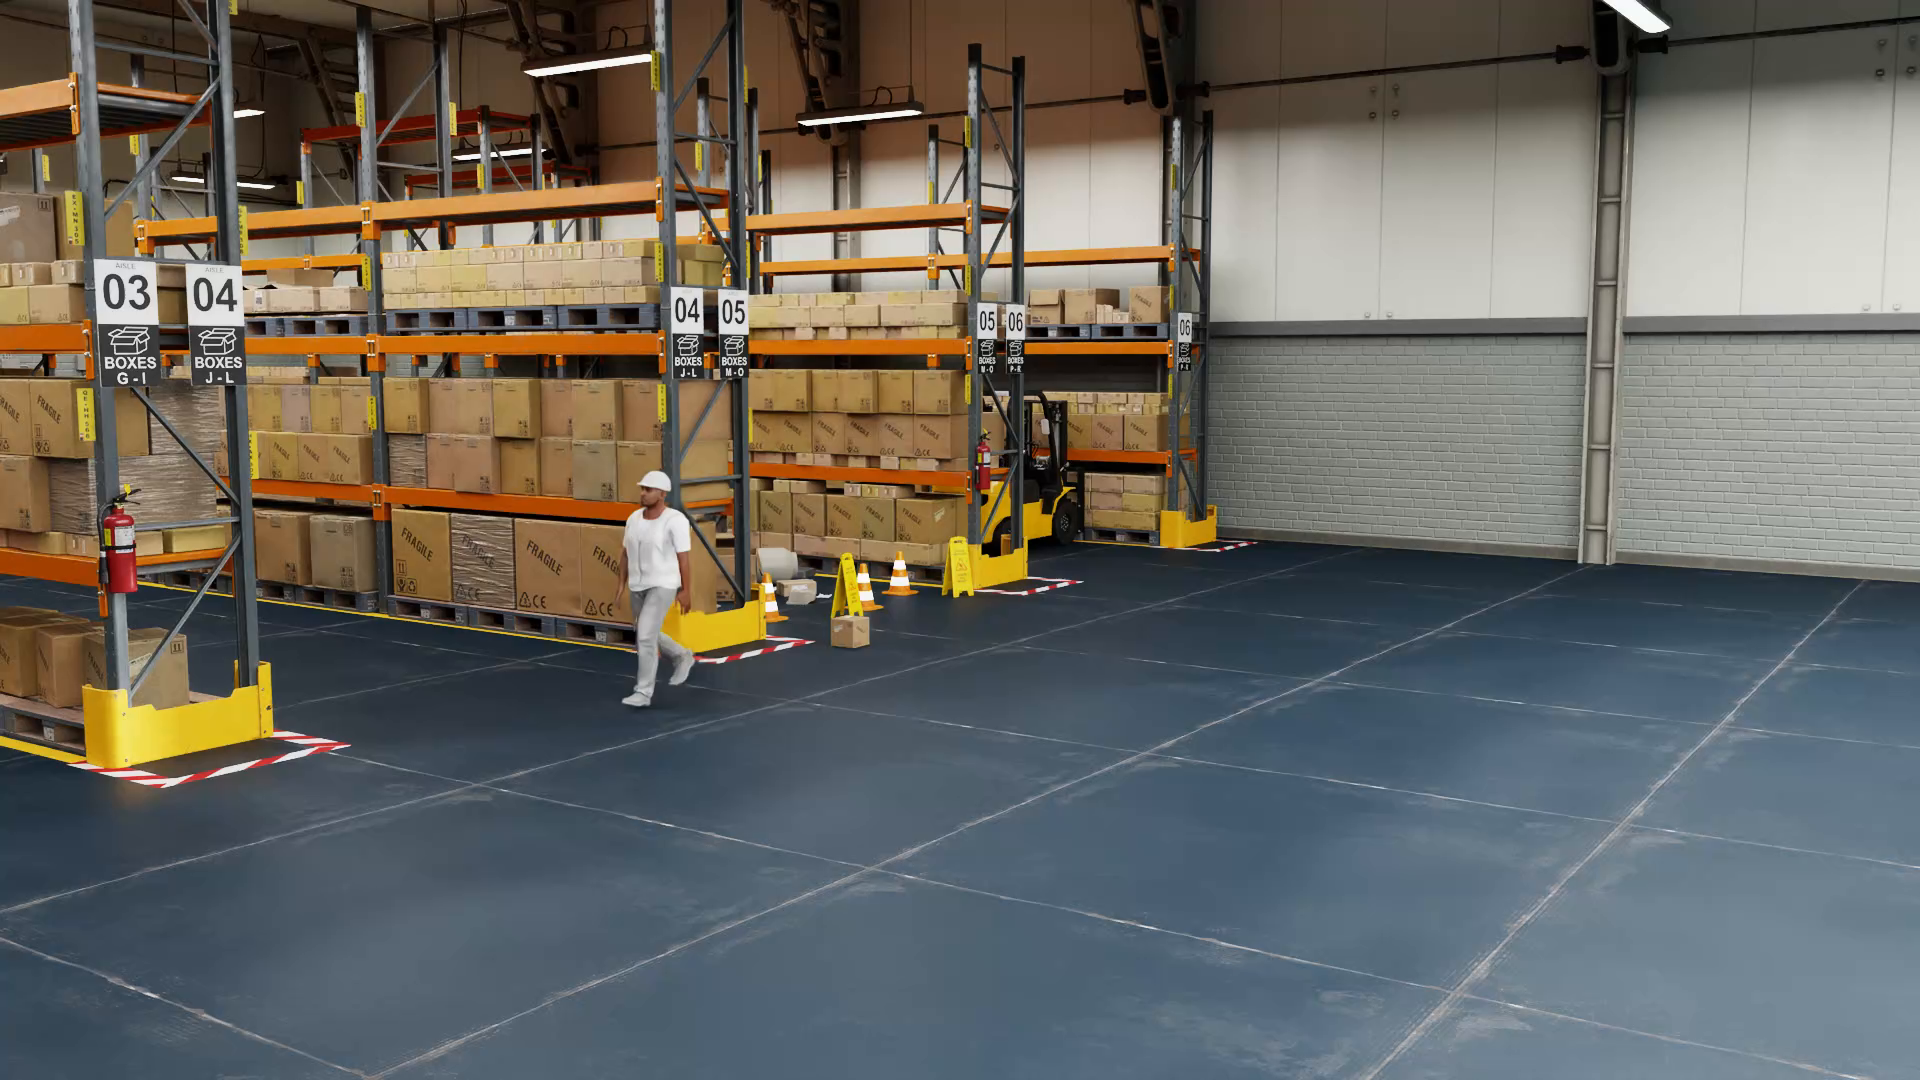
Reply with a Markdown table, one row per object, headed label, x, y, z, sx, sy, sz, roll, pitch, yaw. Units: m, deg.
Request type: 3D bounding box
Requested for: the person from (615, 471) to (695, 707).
| label | x | y | z | sx | sy | sz | roll | pitch | yaw |
| --- | --- | --- | --- | --- | --- | --- | --- | --- | --- |
| person | -2.300 | 0.348 | 12.504 | 0.581 | 1.741 | 0.928 | 4 | 7 | 33 |
